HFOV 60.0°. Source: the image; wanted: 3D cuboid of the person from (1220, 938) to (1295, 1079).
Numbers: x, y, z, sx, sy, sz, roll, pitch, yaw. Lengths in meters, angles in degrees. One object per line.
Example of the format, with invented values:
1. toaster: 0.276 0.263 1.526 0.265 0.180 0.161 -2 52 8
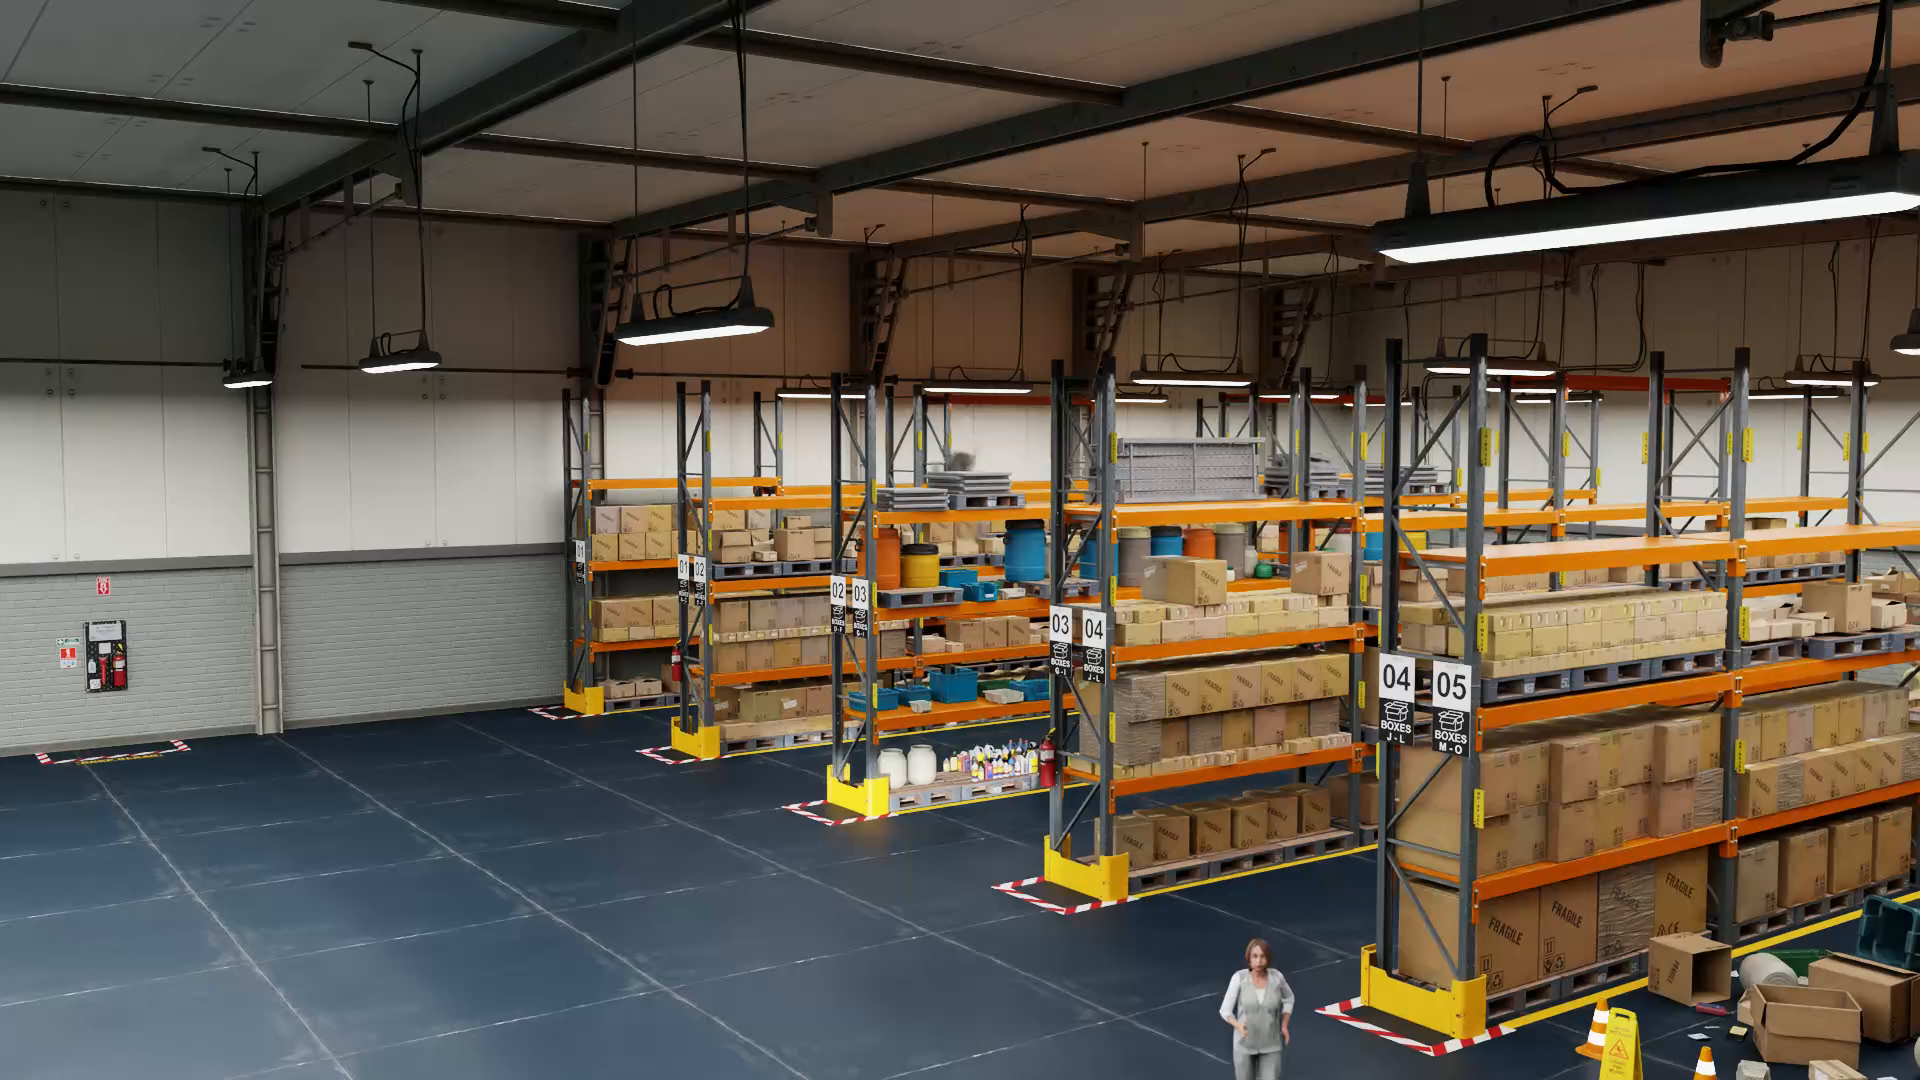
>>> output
1. person: 2.111 3.603 11.790 0.537 1.587 0.860 0 4 5

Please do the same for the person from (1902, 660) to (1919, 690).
1. person: 15.748 2.631 27.209 0.610 1.600 0.529 0 4 5
